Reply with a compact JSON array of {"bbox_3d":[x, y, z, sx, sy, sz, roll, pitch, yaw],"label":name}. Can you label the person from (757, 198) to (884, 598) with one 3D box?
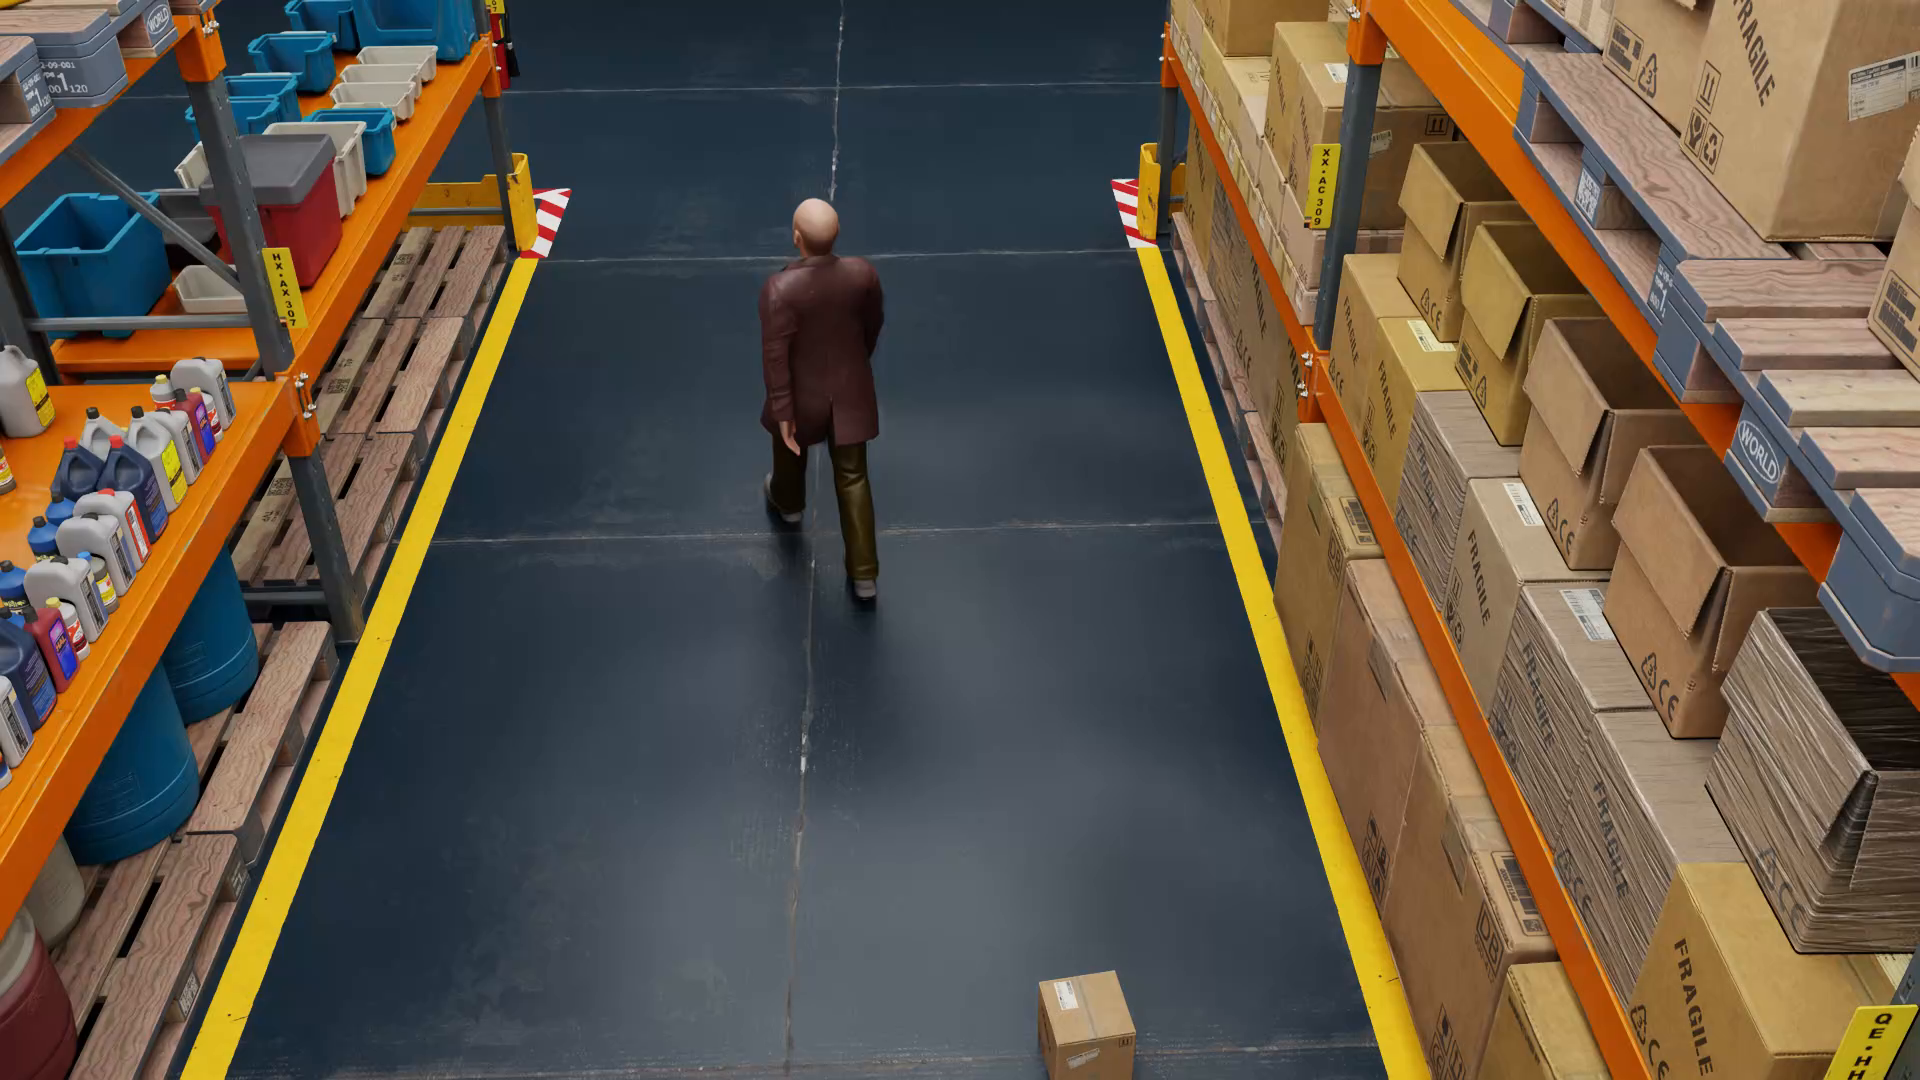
[{"bbox_3d":[-0.606,-0.706,7.153,0.569,1.717,1.090,-11,36,-15],"label":"person"}]
